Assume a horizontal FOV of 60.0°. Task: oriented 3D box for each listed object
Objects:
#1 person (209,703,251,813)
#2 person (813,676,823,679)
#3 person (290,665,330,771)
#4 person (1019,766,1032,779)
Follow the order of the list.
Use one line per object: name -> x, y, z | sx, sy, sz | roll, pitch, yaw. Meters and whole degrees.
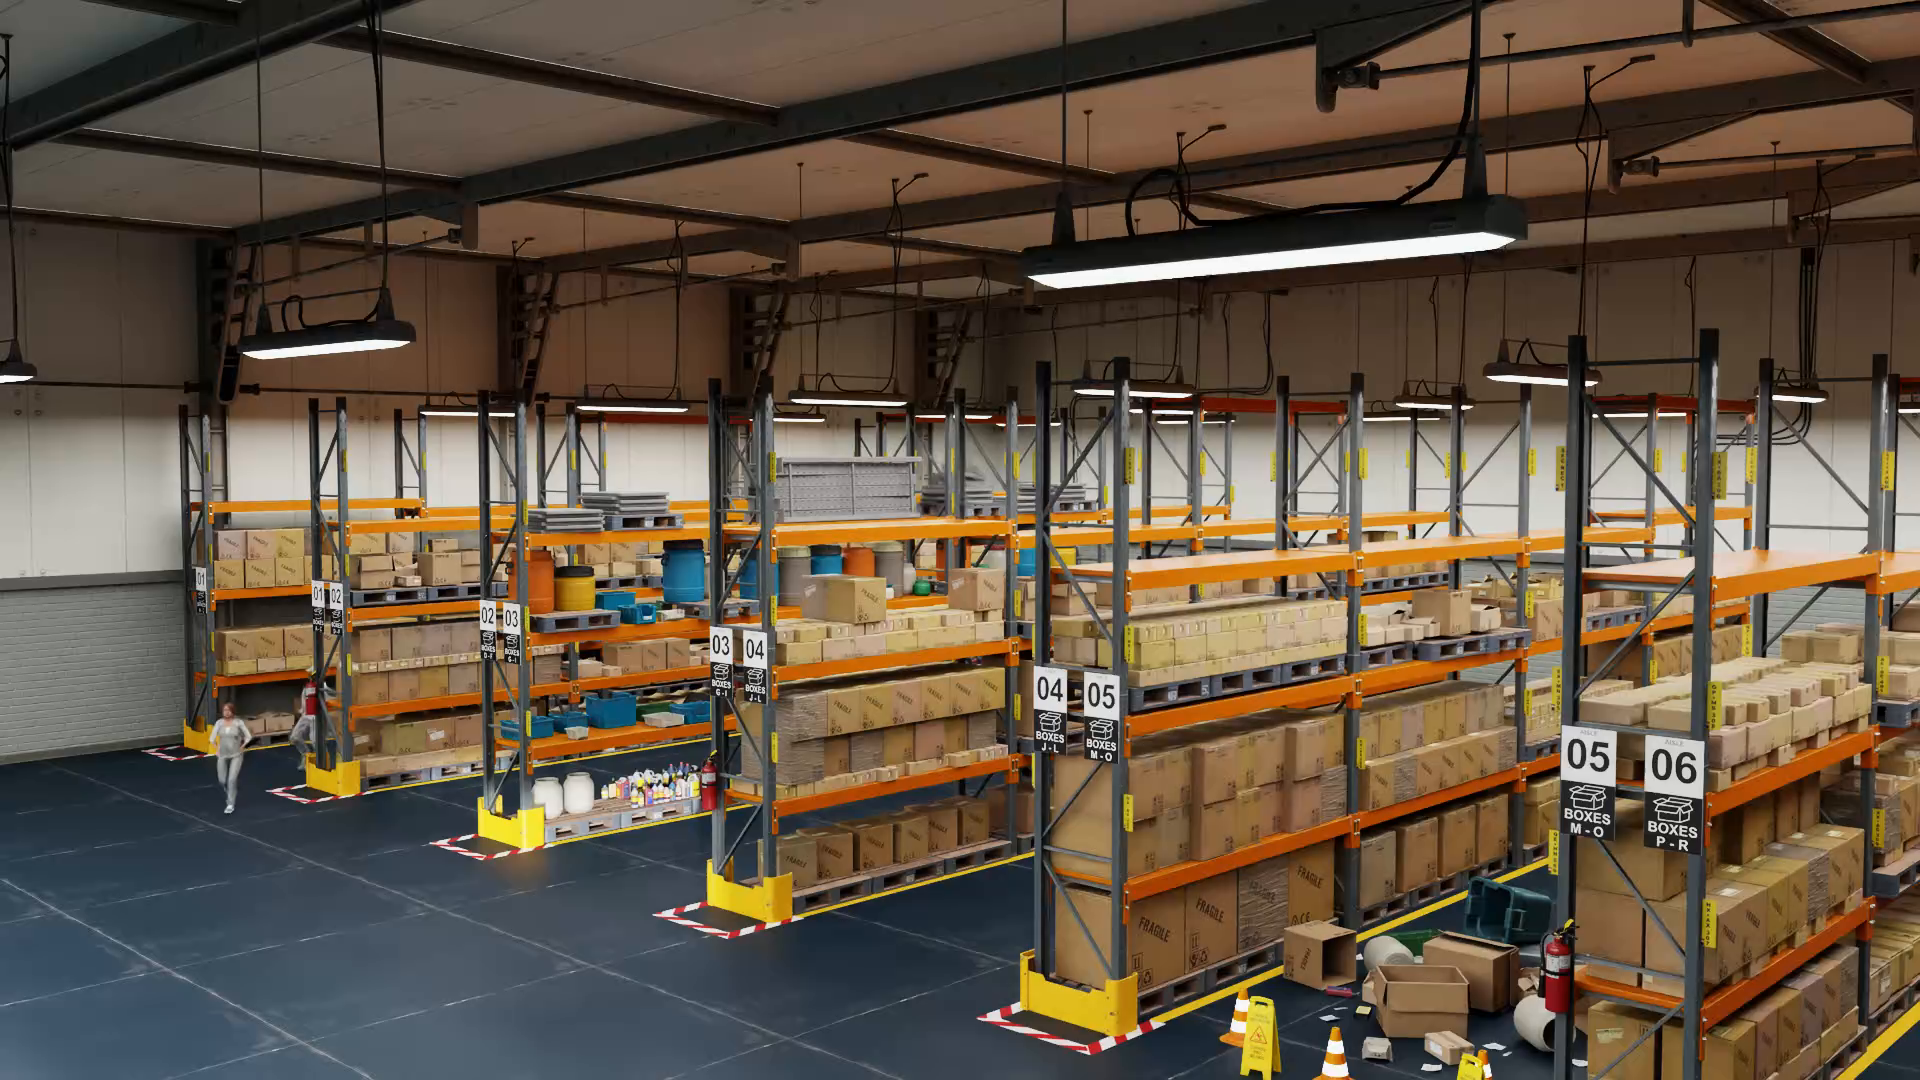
person -> -10.520, 3.122, 23.973 | 0.567, 1.562, 0.579 | -1, 3, -13
person -> -2.337, 2.795, 28.670 | 0.596, 1.728, 0.854 | 2, 4, 35
person -> -10.457, 2.880, 26.836 | 0.667, 1.748, 0.702 | 2, 4, 34
person -> 0.933, 3.048, 24.798 | 0.589, 1.652, 0.730 | 3, 4, 41
